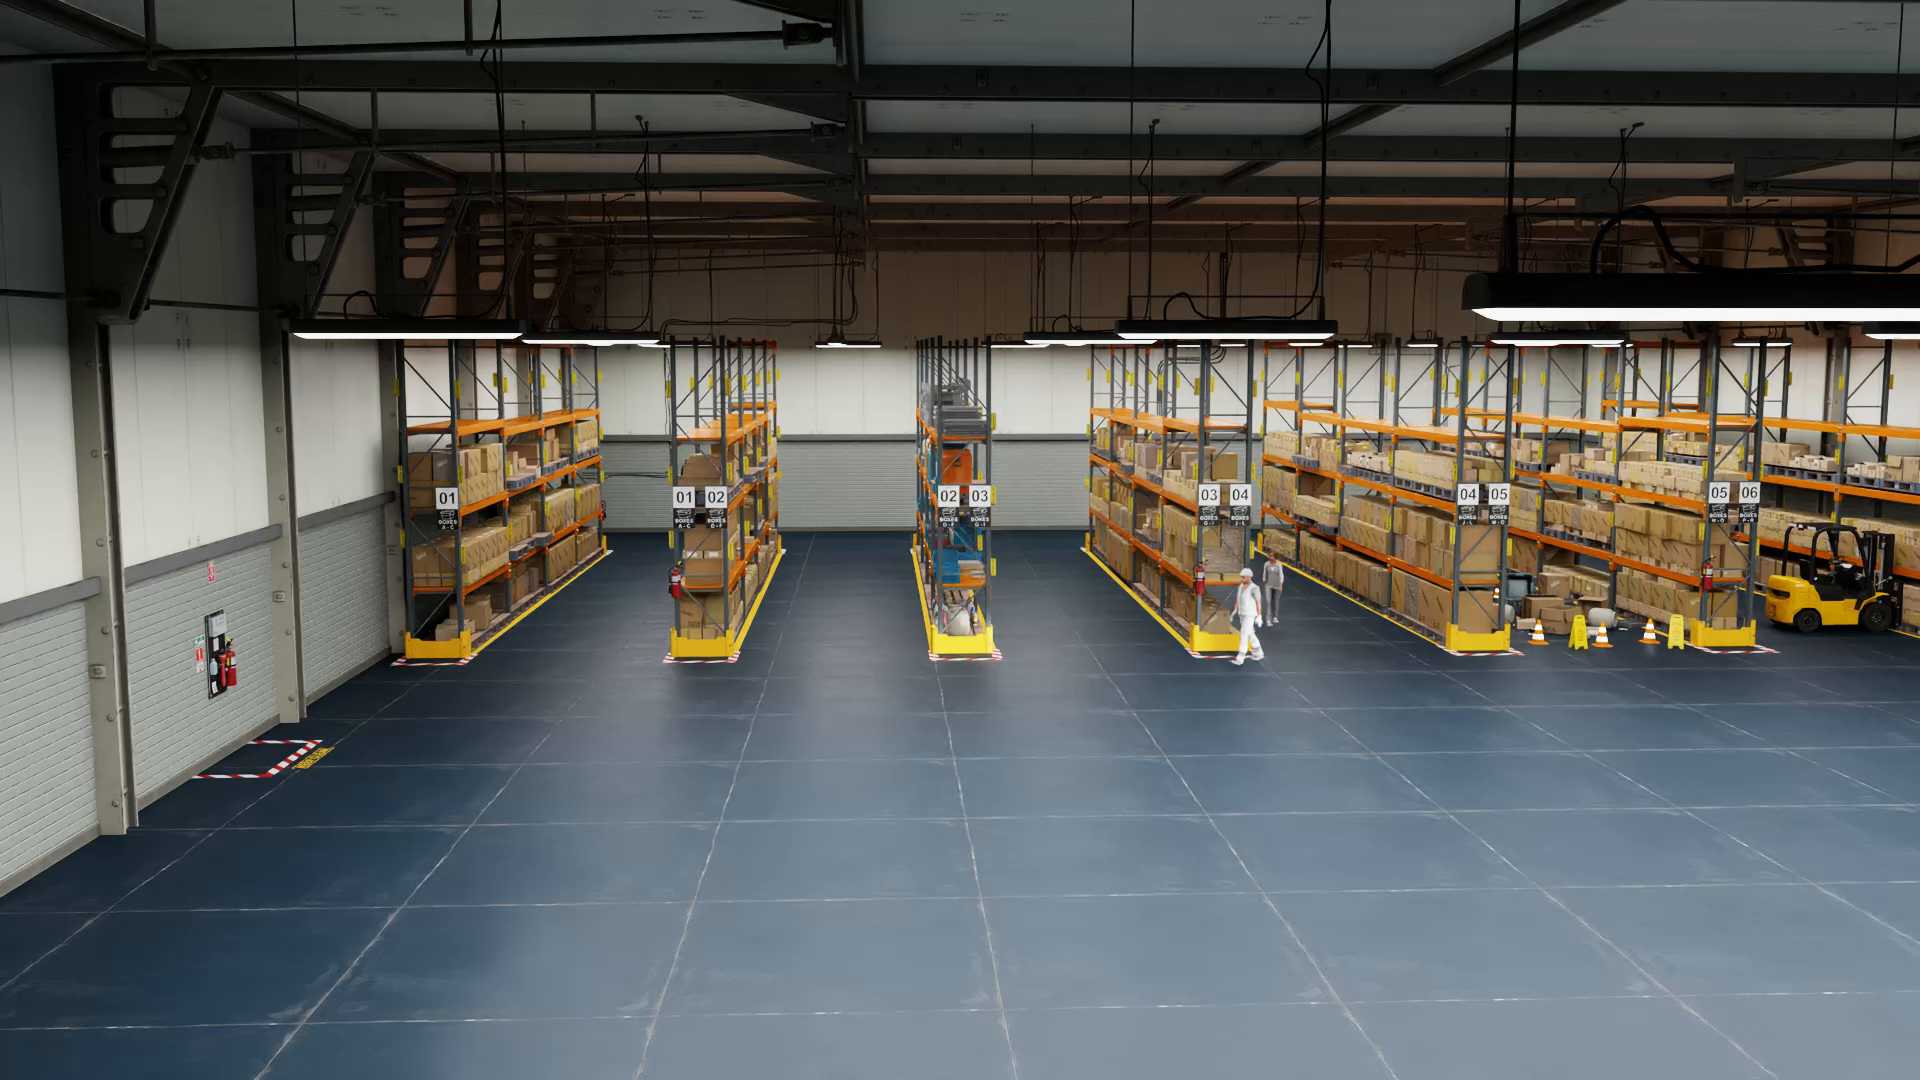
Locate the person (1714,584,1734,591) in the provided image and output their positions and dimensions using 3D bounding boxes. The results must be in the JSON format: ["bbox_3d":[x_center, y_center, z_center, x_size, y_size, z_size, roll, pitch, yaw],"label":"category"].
[{"bbox_3d":[16.762,0.815,36.461,0.499,1.569,0.707,0,6,-1],"label":"person"}]

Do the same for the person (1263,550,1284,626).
[{"bbox_3d":[6.525,0.999,34.653,0.432,1.552,0.903,1,7,11],"label":"person"}]

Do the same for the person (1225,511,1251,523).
[{"bbox_3d":[8.103,-0.656,48.654,0.954,1.715,0.561,-3,7,-23],"label":"person"}]

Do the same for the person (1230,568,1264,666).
[{"bbox_3d":[5.256,1.398,30.502,0.888,1.773,0.543,-3,7,-24],"label":"person"}]

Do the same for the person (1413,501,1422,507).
[{"bbox_3d":[12.464,-0.271,45.089,0.543,1.768,0.512,-5,8,-38],"label":"person"}]
